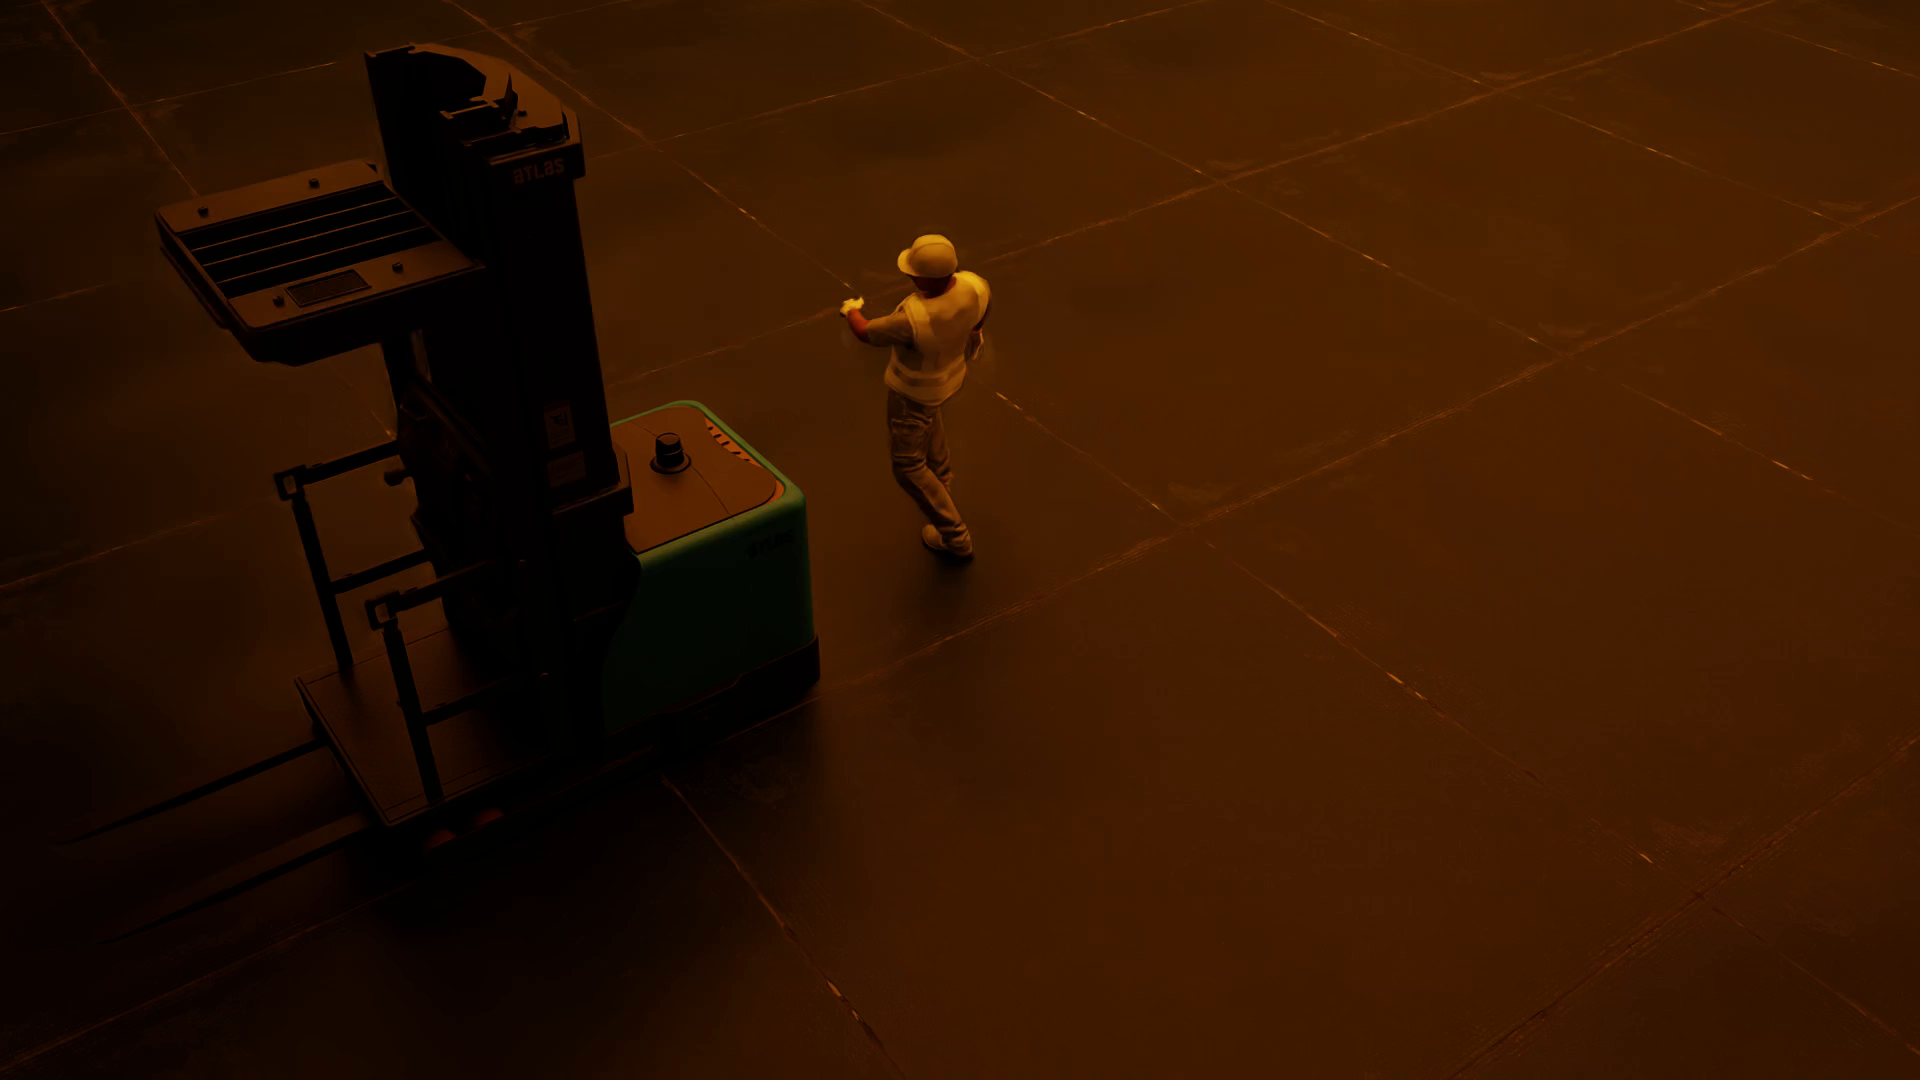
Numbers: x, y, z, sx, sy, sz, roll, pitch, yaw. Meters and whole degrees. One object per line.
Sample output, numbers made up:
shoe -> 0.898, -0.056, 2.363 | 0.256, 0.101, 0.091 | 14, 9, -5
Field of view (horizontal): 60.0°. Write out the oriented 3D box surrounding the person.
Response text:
person -> -0.174, -0.849, 8.161 | 0.870, 1.665, 0.790 | 19, 41, 24

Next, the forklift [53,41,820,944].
forklift -> -2.117, -0.221, 6.244 | 3.031, 2.935, 1.130 | -24, 43, -28
